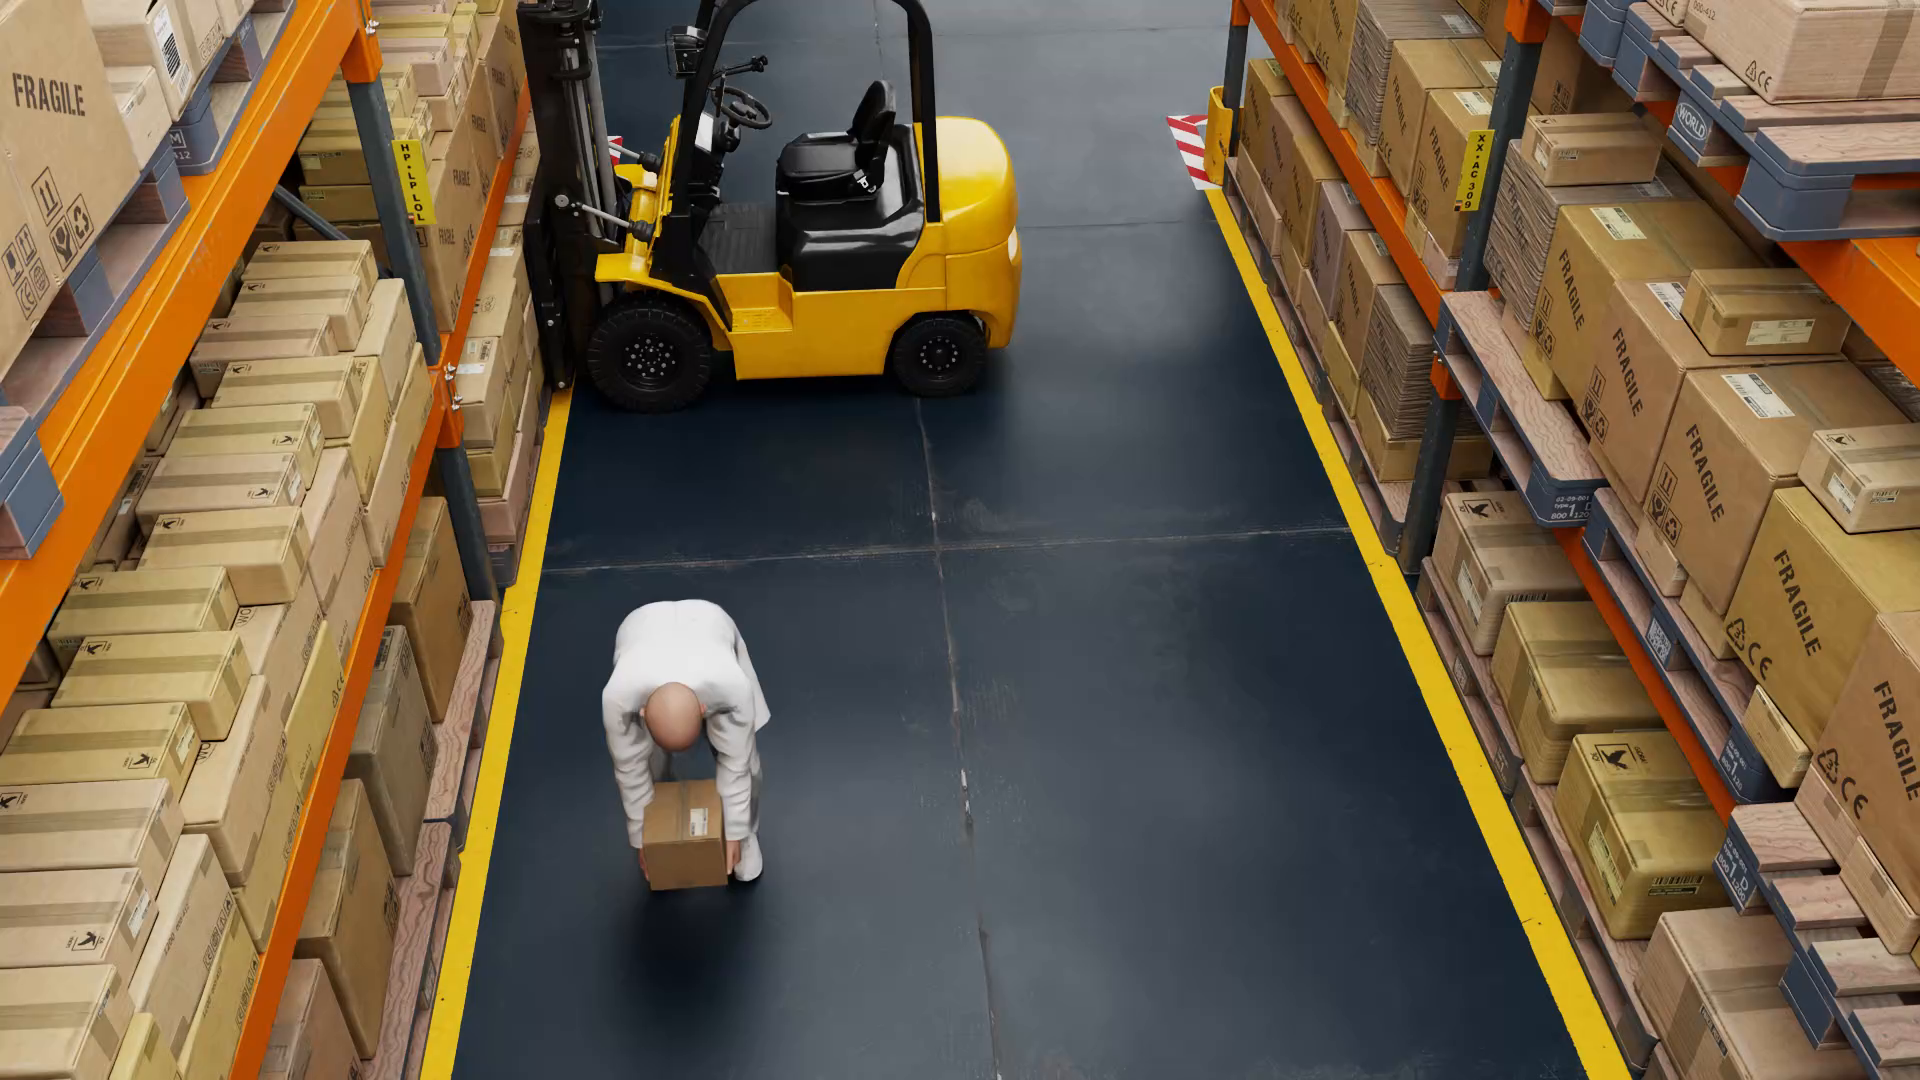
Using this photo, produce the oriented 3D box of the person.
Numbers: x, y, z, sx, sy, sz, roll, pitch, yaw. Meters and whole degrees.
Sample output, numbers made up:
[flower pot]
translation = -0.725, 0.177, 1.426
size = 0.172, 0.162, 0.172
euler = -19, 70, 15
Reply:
[person]
translation = -0.916, 0.759, 5.608
size = 0.568, 1.290, 0.900
euler = -4, 39, -5
